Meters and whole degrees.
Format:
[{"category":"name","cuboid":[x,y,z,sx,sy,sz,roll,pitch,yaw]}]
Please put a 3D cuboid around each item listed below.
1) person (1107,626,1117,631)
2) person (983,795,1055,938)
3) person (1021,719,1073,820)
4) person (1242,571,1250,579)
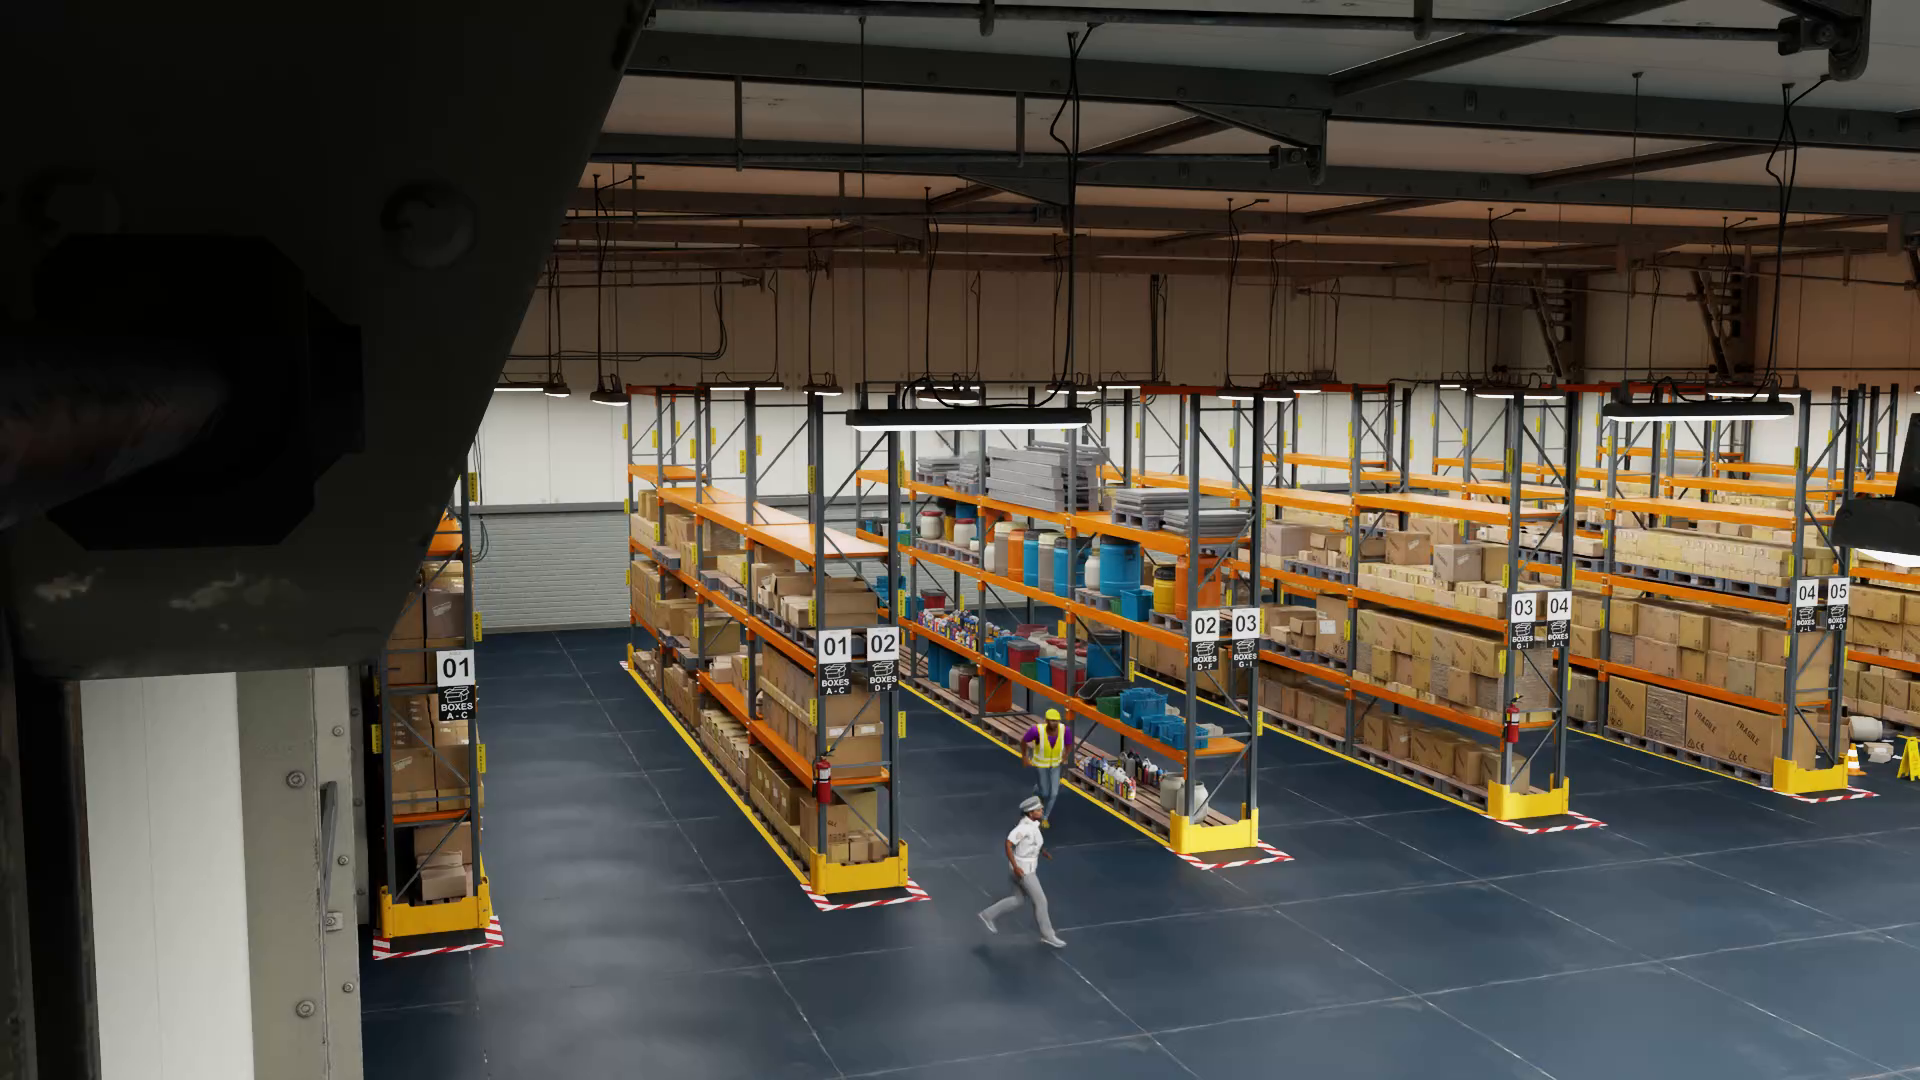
[{"category":"person","cuboid":[2.741,2.382,30.424,0.698,1.691,0.695,-4,7,-31]},{"category":"person","cuboid":[0.643,3.568,18.208,0.801,1.588,0.600,1,6,9]},{"category":"person","cuboid":[1.206,3.115,23.027,0.684,1.577,0.685,-2,6,-19]},{"category":"person","cuboid":[7.148,1.190,41.281,0.722,1.756,0.682,-6,8,-44]}]
